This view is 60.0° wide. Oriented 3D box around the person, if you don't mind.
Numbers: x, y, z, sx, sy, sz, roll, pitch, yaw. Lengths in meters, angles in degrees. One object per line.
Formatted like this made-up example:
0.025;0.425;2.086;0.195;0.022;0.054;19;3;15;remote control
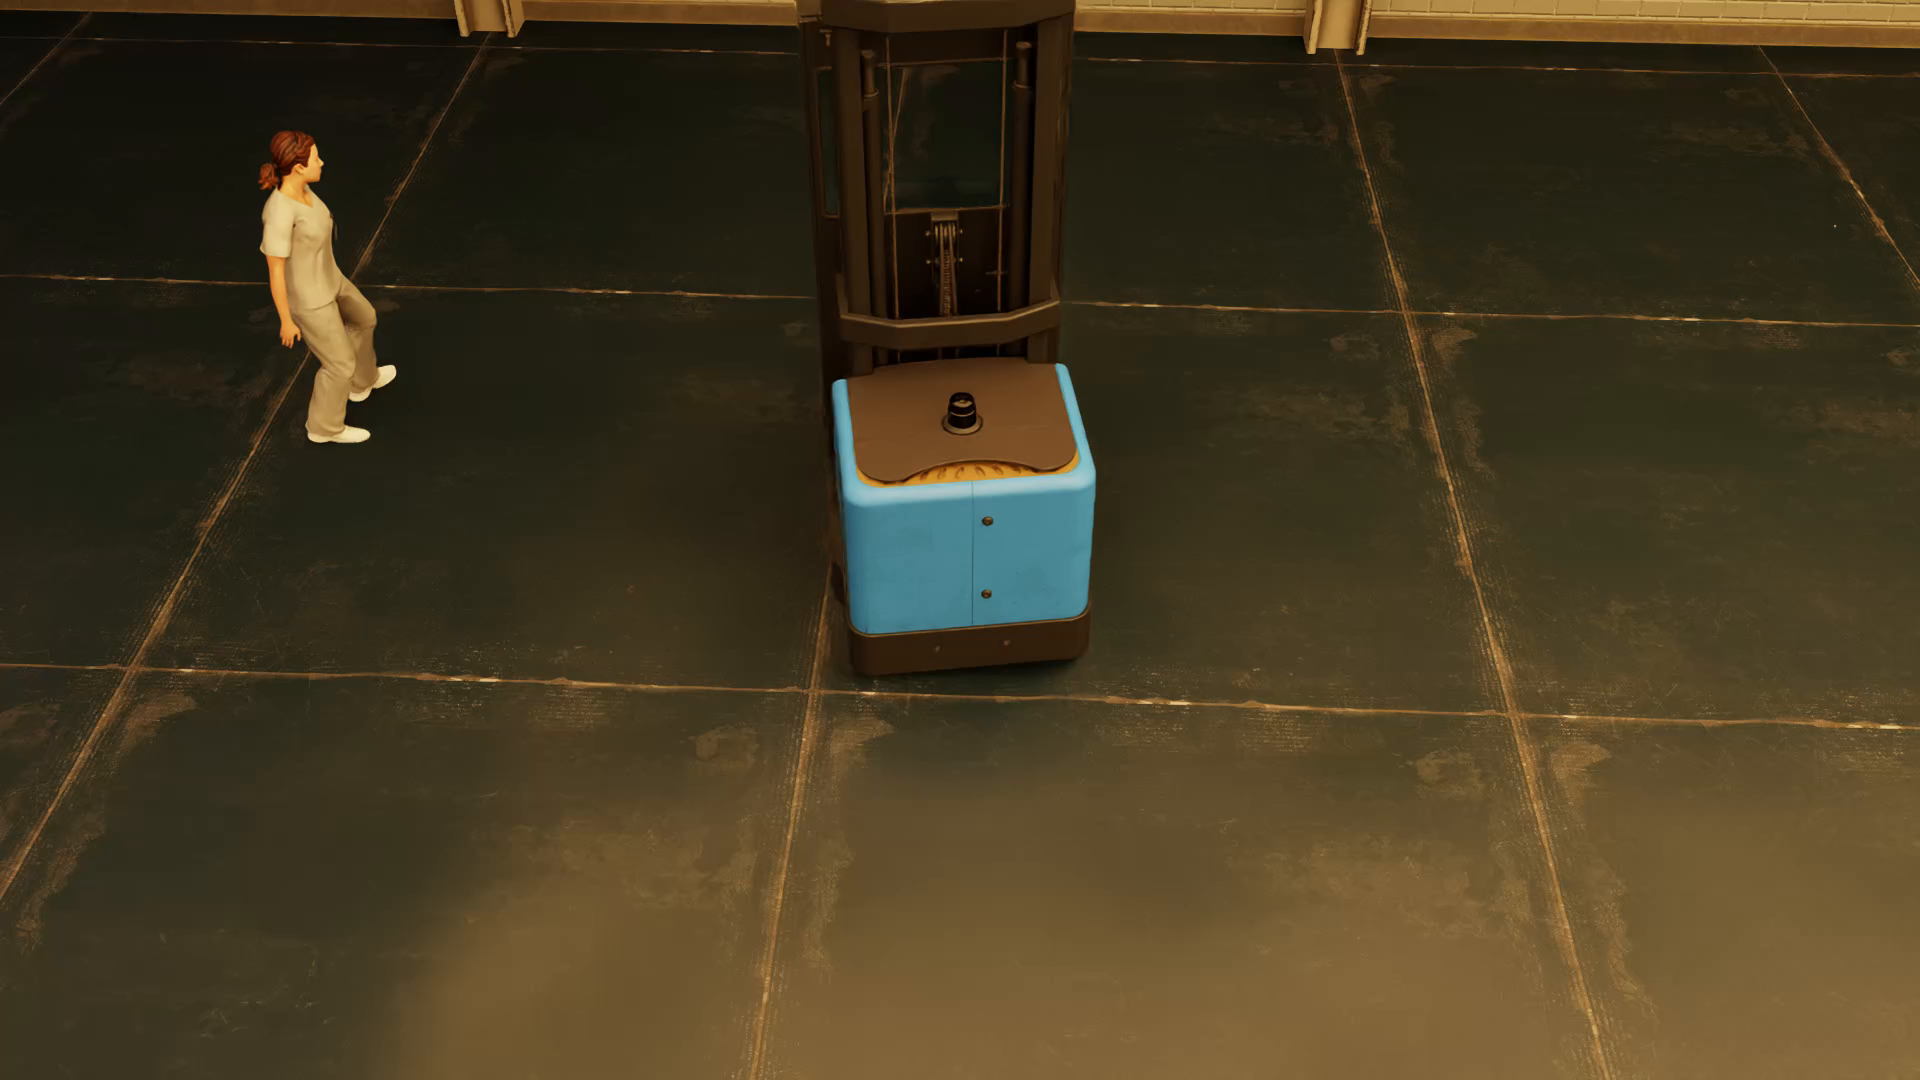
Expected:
-3.133;-1.218;8.053;0.398;1.643;0.791;-3;42;-3;person

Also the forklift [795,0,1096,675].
-0.124;-1.493;7.377;1.130;2.935;3.031;-5;43;-5;forklift
